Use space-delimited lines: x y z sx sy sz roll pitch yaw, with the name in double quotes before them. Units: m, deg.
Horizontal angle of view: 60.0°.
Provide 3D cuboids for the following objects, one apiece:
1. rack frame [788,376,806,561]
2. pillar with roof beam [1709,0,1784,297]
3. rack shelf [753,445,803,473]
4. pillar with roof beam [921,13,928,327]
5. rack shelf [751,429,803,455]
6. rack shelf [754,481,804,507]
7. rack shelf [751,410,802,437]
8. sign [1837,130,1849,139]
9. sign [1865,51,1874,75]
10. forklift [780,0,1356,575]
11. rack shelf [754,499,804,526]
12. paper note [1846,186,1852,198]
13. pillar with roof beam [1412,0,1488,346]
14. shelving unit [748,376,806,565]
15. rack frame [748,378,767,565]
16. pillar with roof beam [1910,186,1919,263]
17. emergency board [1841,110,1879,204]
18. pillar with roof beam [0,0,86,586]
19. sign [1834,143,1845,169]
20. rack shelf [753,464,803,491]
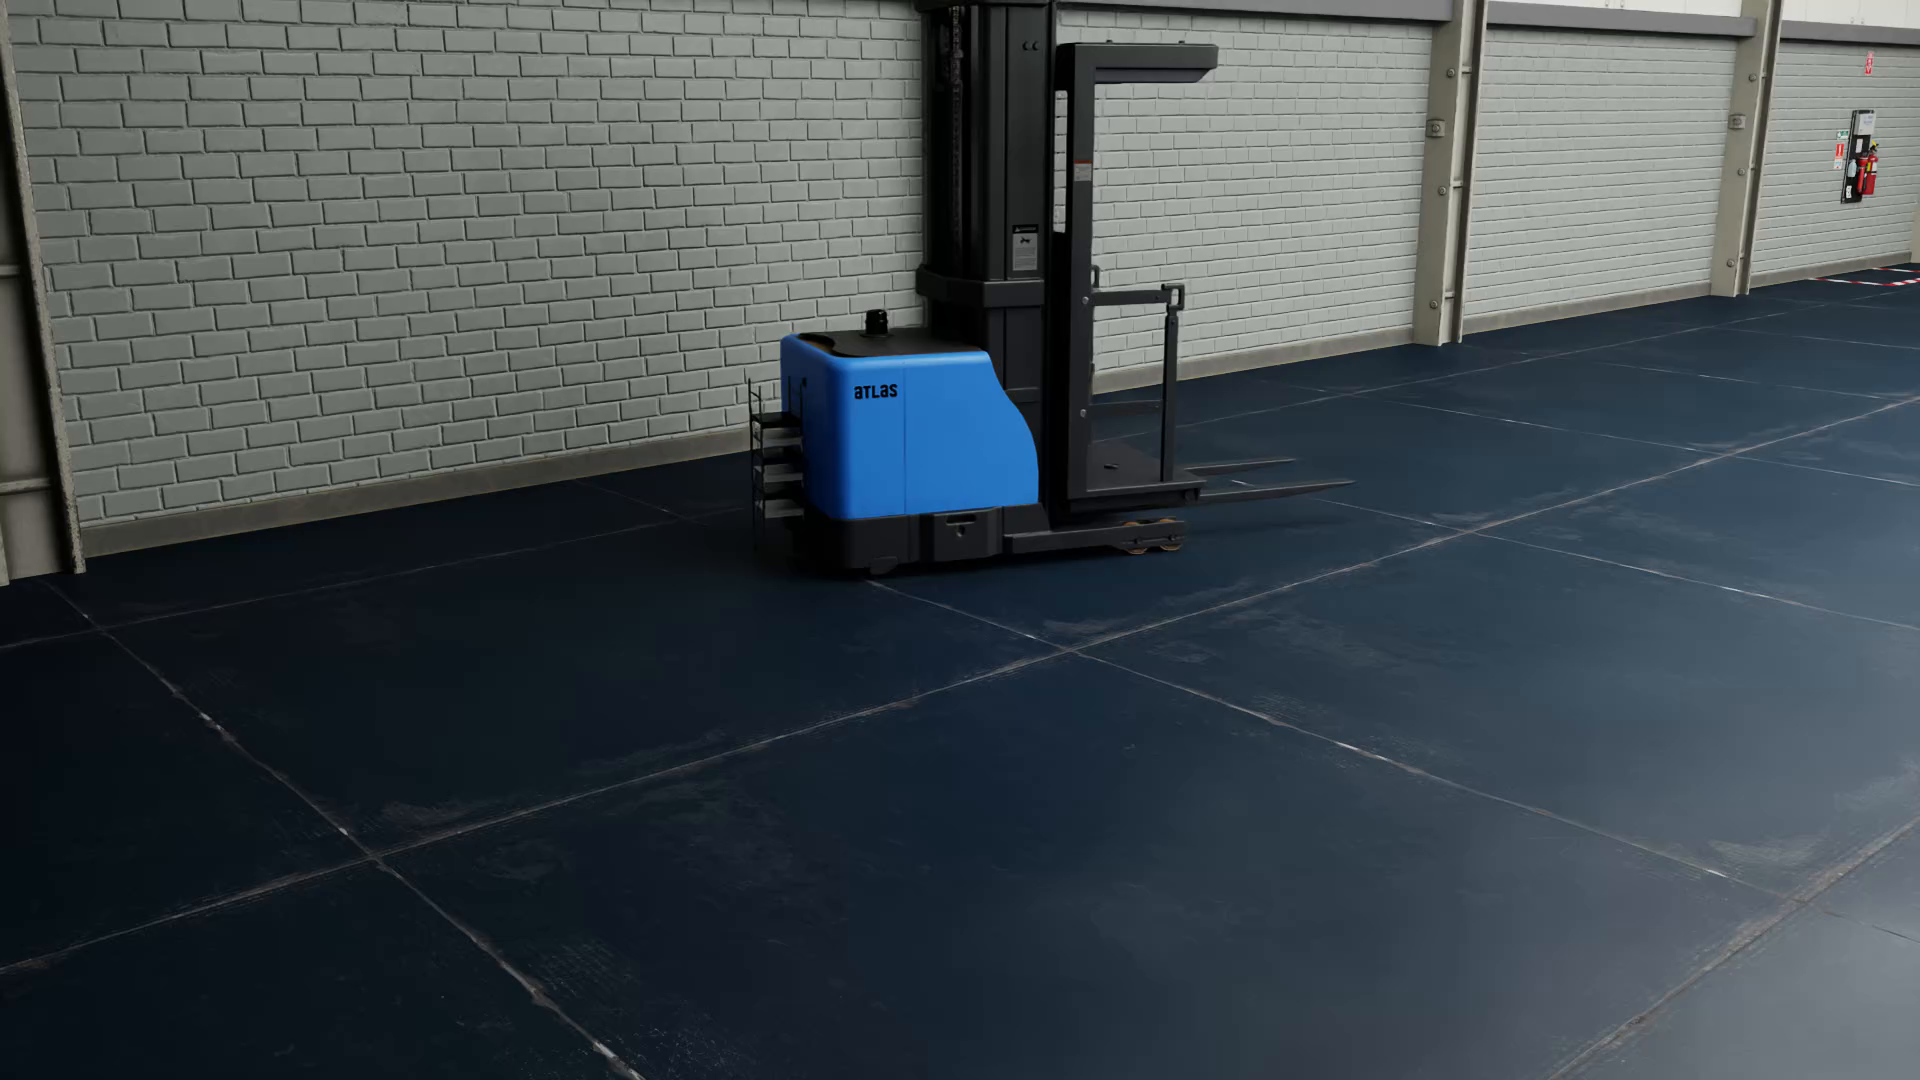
"rack frame" -0.819 -0.360 8.353 0.006 0.900 0.240 -6 16 -20
"pillar with roof beam" 11.865 -6.399 15.269 0.400 9.000 9.100 -13 19 -39
"rack shelf" -0.914 -0.405 8.304 0.200 0.077 0.258 -6 16 -20
"pillar with roof beam" 2.812 -4.366 7.659 0.400 9.000 9.100 -13 19 -39
"rack shelf" -0.914 -0.492 8.281 0.200 0.077 0.258 -6 16 -20
"rack shelf" -0.914 -0.231 8.350 0.200 0.077 0.258 -6 16 -20
"rack shelf" -0.914 -0.579 8.257 0.200 0.077 0.258 -6 16 -20
"sign" 11.200 -5.143 21.095 0.331 0.109 0.001 -13 19 -39
"sign" 11.604 -6.082 21.215 0.199 0.298 0.001 -13 19 -39
"forklift" 0.632 -1.463 8.546 3.031 2.935 1.130 -5 16 -20
"rack shelf" -0.914 -0.144 8.374 0.200 0.077 0.258 -6 16 -20
"paper note" 11.497 -4.502 21.499 0.142 0.148 0.016 -13 19 -39
"pillar with roof beam" 7.338 -5.383 11.464 0.400 9.000 9.100 -13 19 -39
"shelving unit" -0.914 -0.351 8.318 0.210 0.900 0.258 -6 16 -20
"rack frame" -1.009 -0.341 8.284 0.006 0.900 0.240 -6 16 -20
"pillar with roof beam" 16.391 -7.416 19.075 0.400 9.000 9.100 -13 19 -39
"emergency board" 11.676 -4.944 21.447 0.643 1.169 0.194 -13 19 -39
"pillar with roof beam" -1.714 -3.350 3.854 0.400 9.000 9.100 -13 19 -39
"sign" 11.191 -4.888 21.167 0.234 0.329 0.001 -13 19 -39
"rack shelf" -0.914 -0.318 8.327 0.200 0.077 0.258 -6 16 -20
